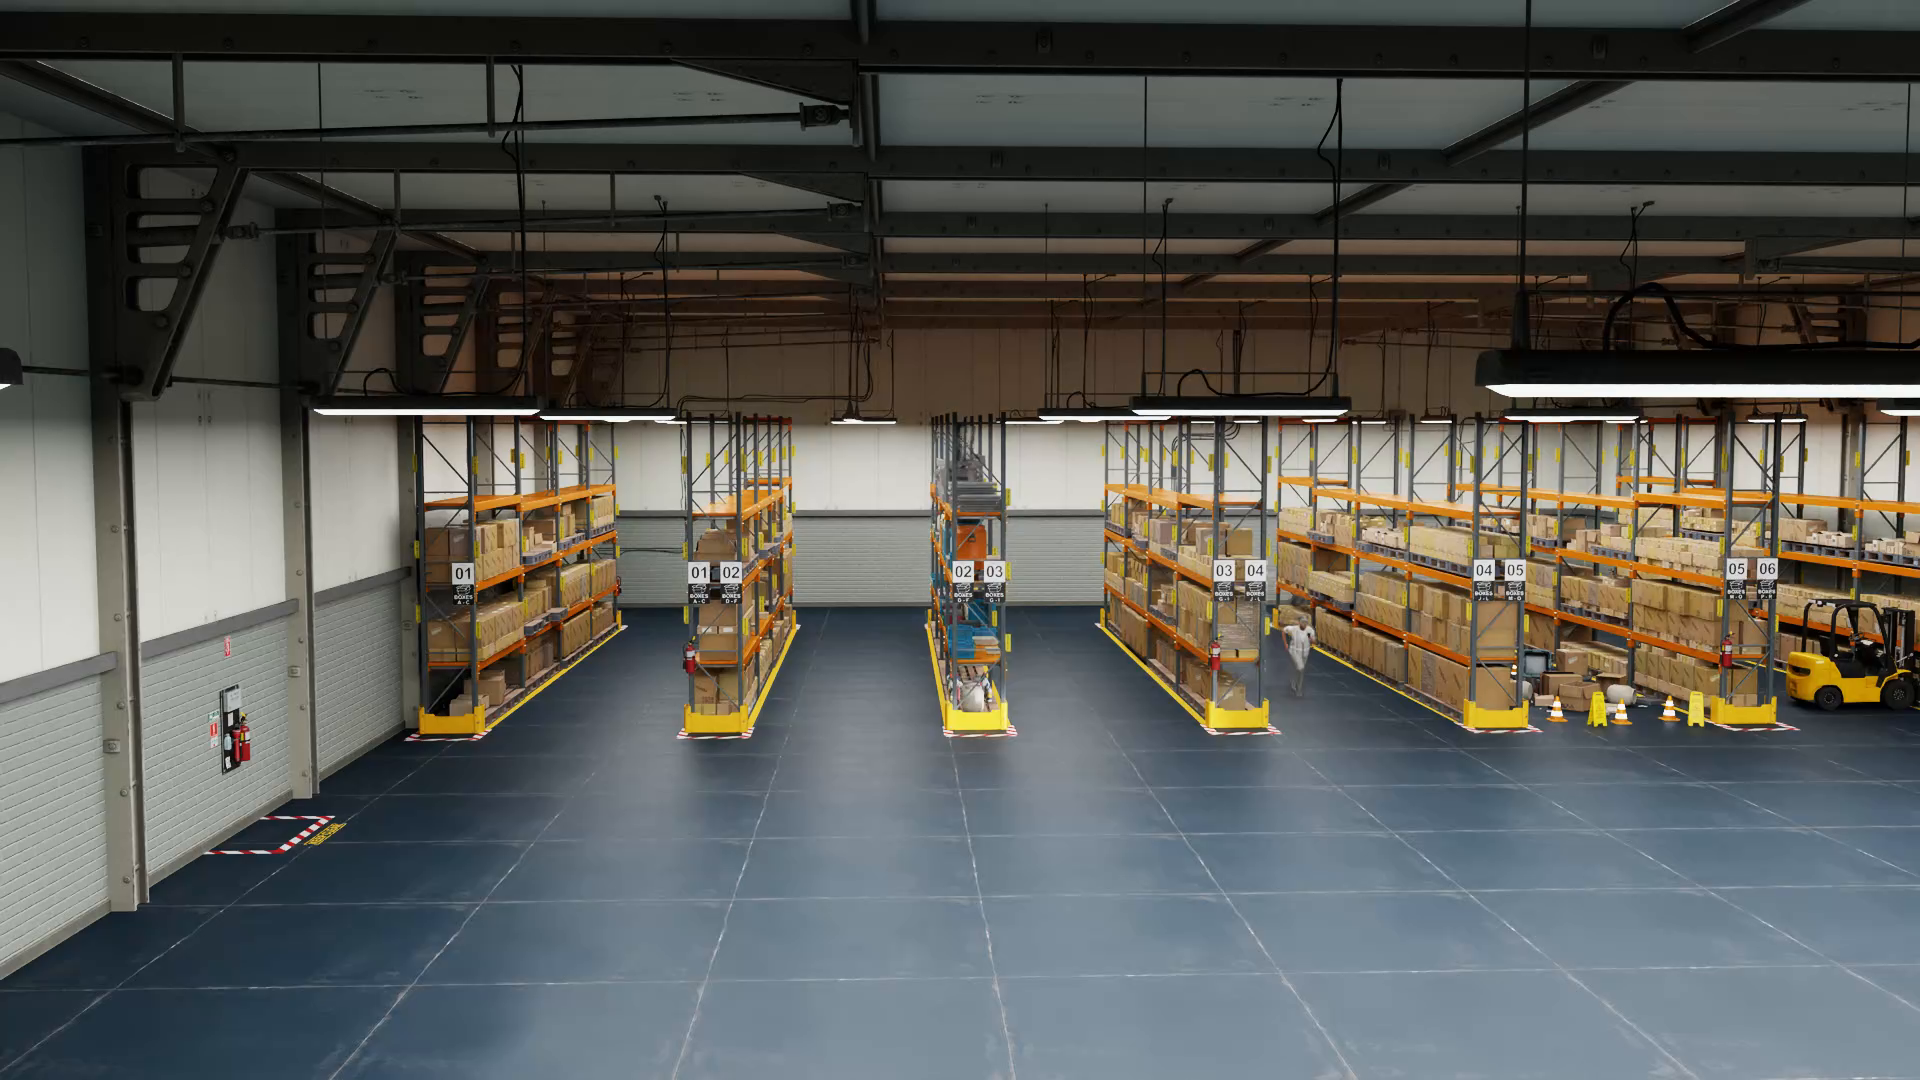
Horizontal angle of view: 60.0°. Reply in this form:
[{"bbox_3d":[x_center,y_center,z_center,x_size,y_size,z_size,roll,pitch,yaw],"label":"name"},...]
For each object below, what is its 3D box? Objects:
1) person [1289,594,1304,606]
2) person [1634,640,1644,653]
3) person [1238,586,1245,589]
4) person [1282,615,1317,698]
[{"bbox_3d":[10.025,1.554,49.452,0.660,1.595,0.553,-3,5,-36],"label":"person"},{"bbox_3d":[16.625,2.123,40.633,0.729,1.727,0.732,0,4,-2],"label":"person"},{"bbox_3d":[7.845,1.710,46.634,0.669,1.676,0.833,0,4,7],"label":"person"},{"bbox_3d":[7.226,2.460,35.435,0.649,1.776,0.927,-1,4,-15],"label":"person"}]
